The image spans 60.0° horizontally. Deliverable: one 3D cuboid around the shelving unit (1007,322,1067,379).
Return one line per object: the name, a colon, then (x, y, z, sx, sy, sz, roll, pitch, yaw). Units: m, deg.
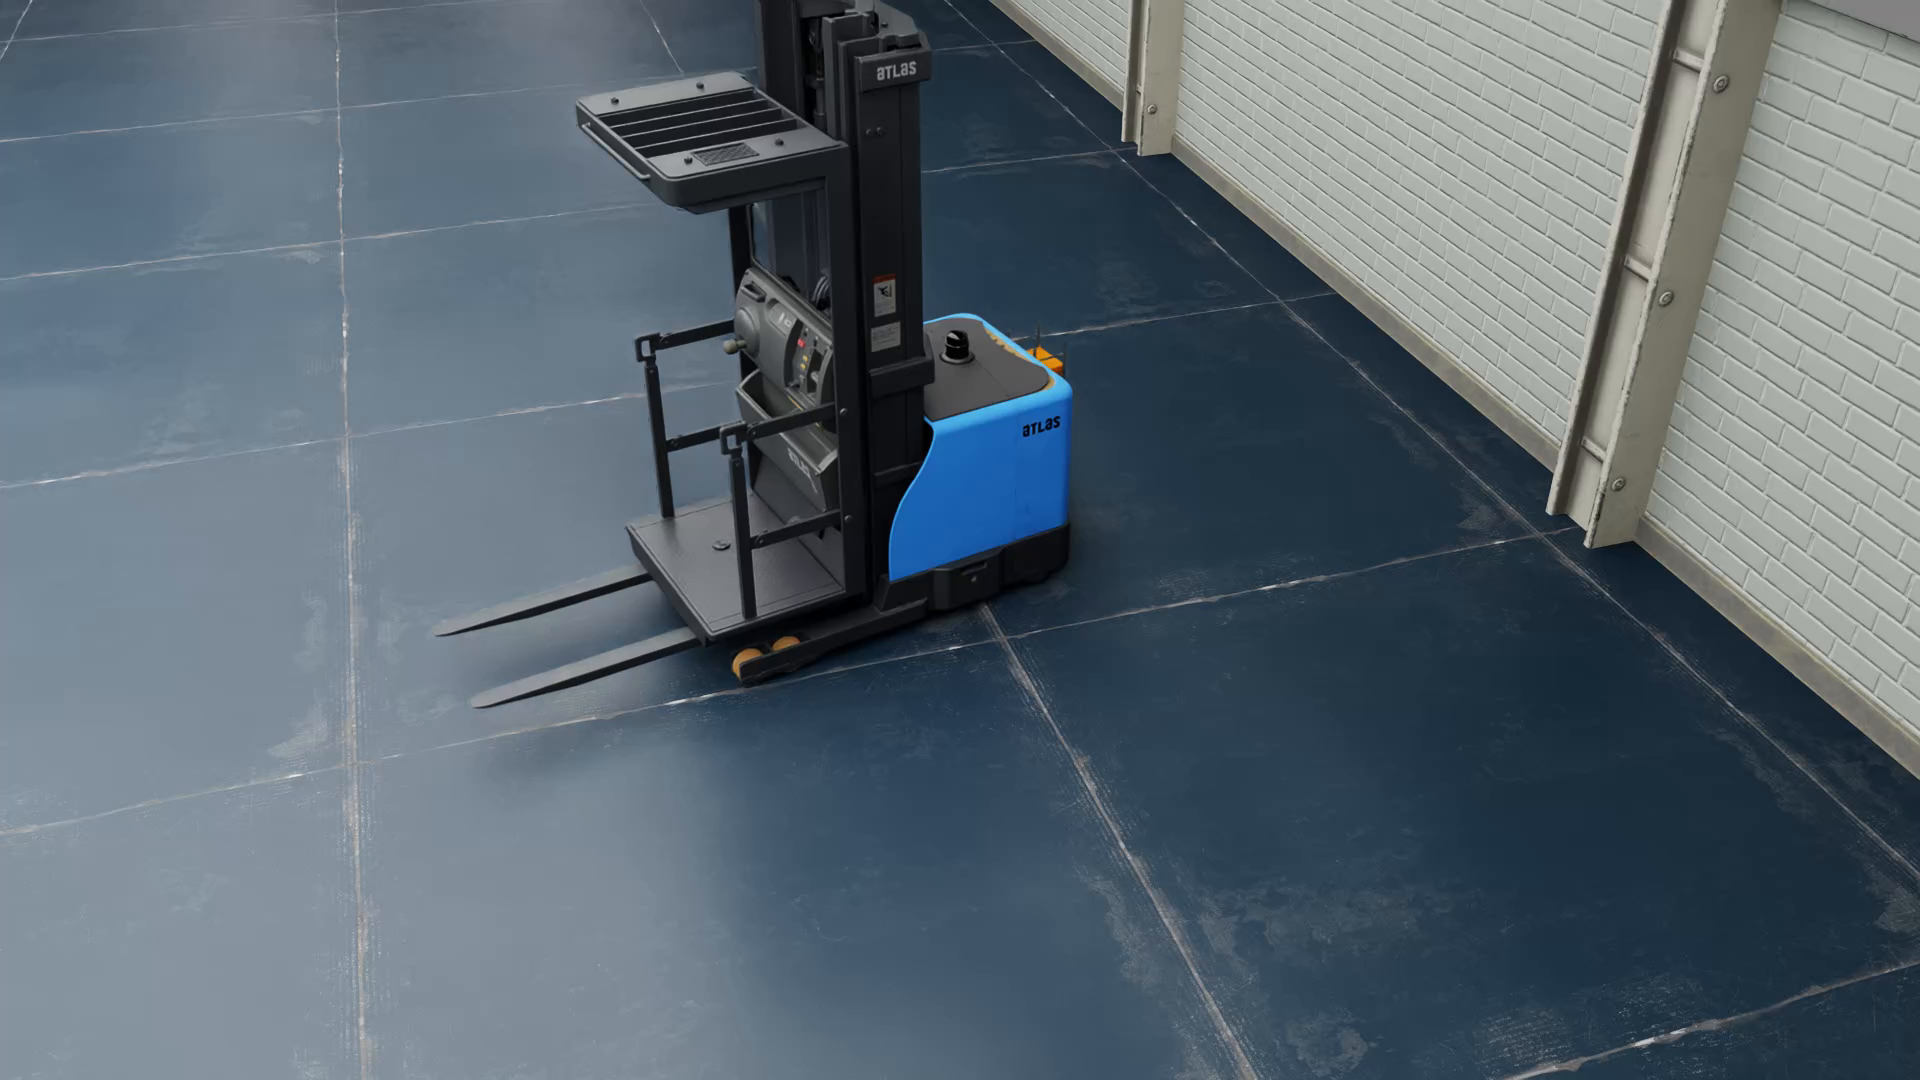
shelving unit: (0.388, -0.597, 8.701, 0.215, 1.050, 0.252, -18, 38, -26)

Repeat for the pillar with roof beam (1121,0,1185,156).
pillar with roof beam: (-2.560, -6.263, 10.066, 9.100, 9.000, 0.400, -10, 35, -15)

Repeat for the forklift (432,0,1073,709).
forklift: (-0.978, -0.883, 7.428, 3.031, 2.935, 1.130, -18, 37, -25)

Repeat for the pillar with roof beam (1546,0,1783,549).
pillar with roof beam: (-0.730, -3.113, 5.299, 9.100, 9.000, 0.400, -10, 35, -15)

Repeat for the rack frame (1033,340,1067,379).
rack frame: (0.451, -0.539, 8.613, 0.200, 1.050, 0.008, -18, 38, -26)

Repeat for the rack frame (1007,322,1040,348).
rack frame: (0.325, -0.654, 8.788, 0.200, 1.050, 0.008, -18, 38, -26)

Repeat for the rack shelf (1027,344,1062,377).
rack shelf: (0.388, -0.825, 8.550, 0.215, 0.259, 0.240, -18, 38, -26)
